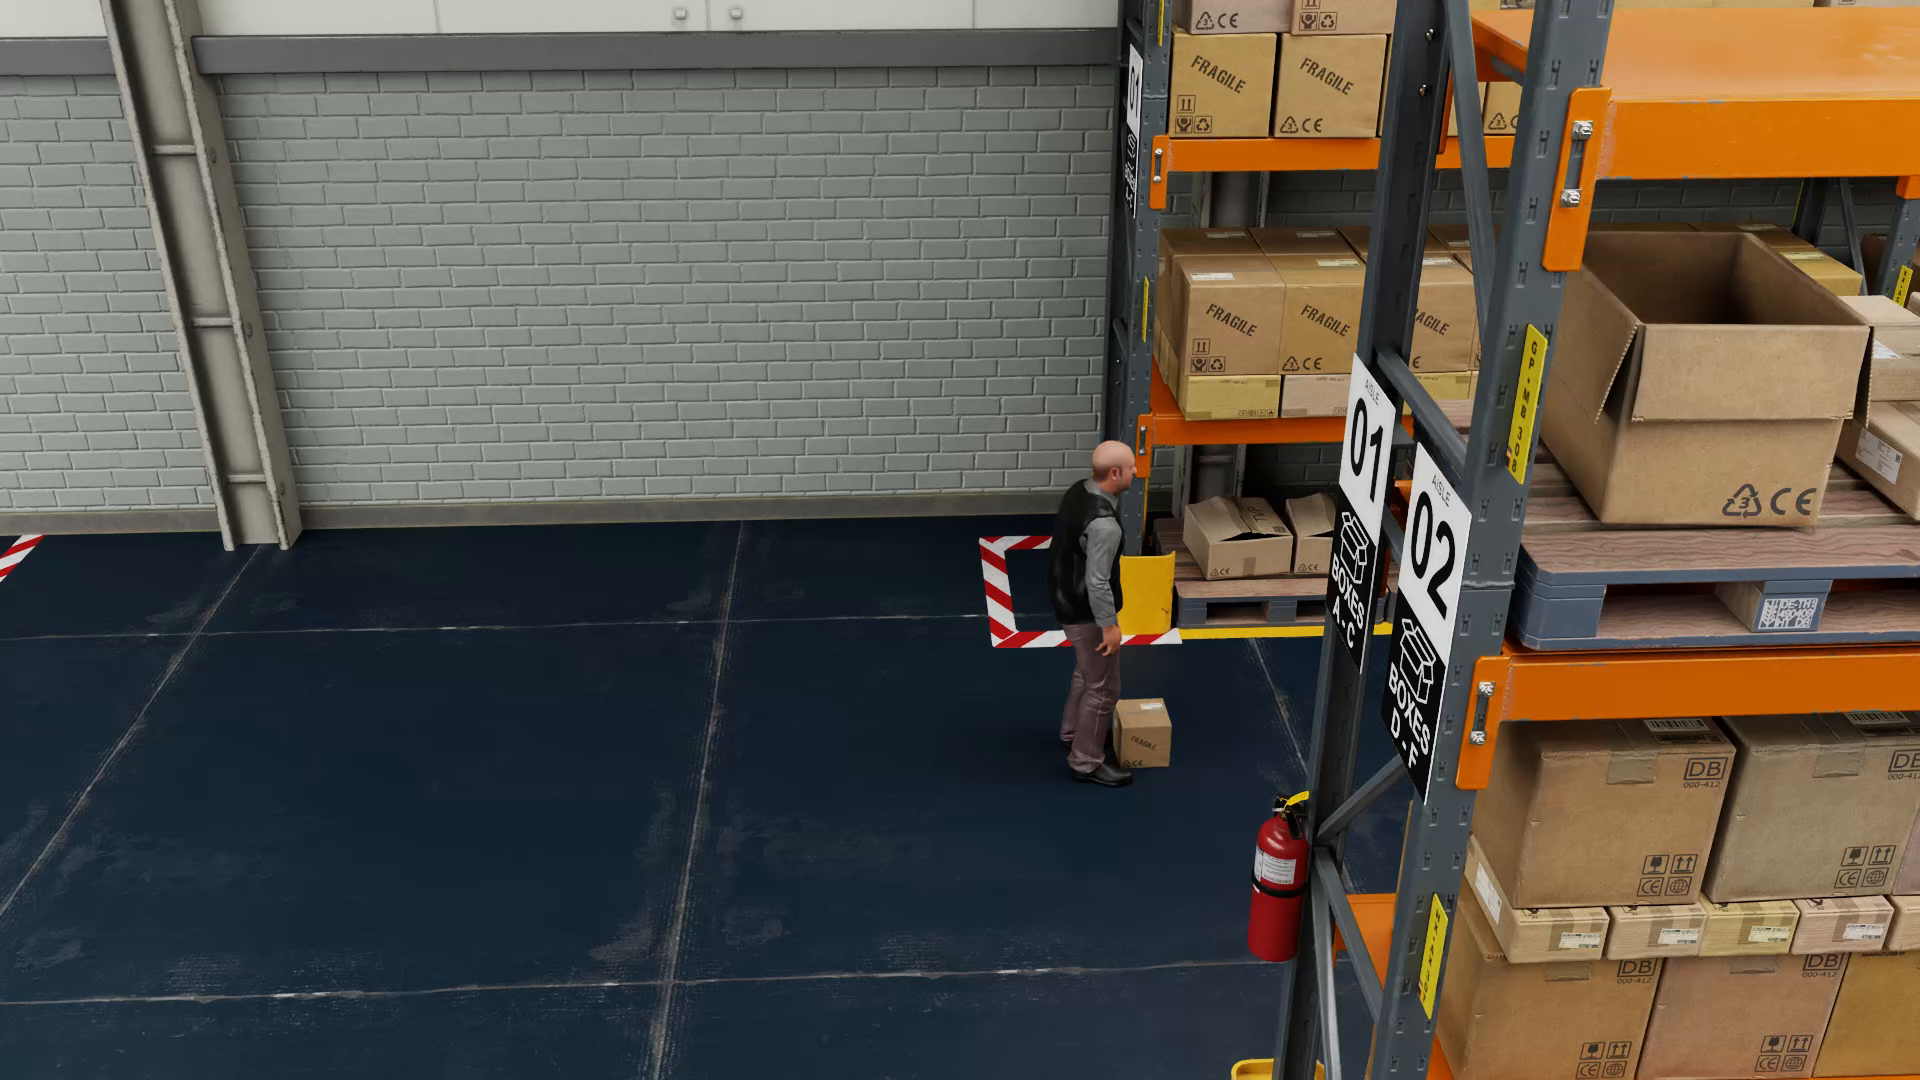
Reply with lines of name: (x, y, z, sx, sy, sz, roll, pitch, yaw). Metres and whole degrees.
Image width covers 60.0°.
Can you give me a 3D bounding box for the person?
person: (0.629, 0.328, 8.012, 0.421, 1.720, 0.586, -3, 28, -6)
